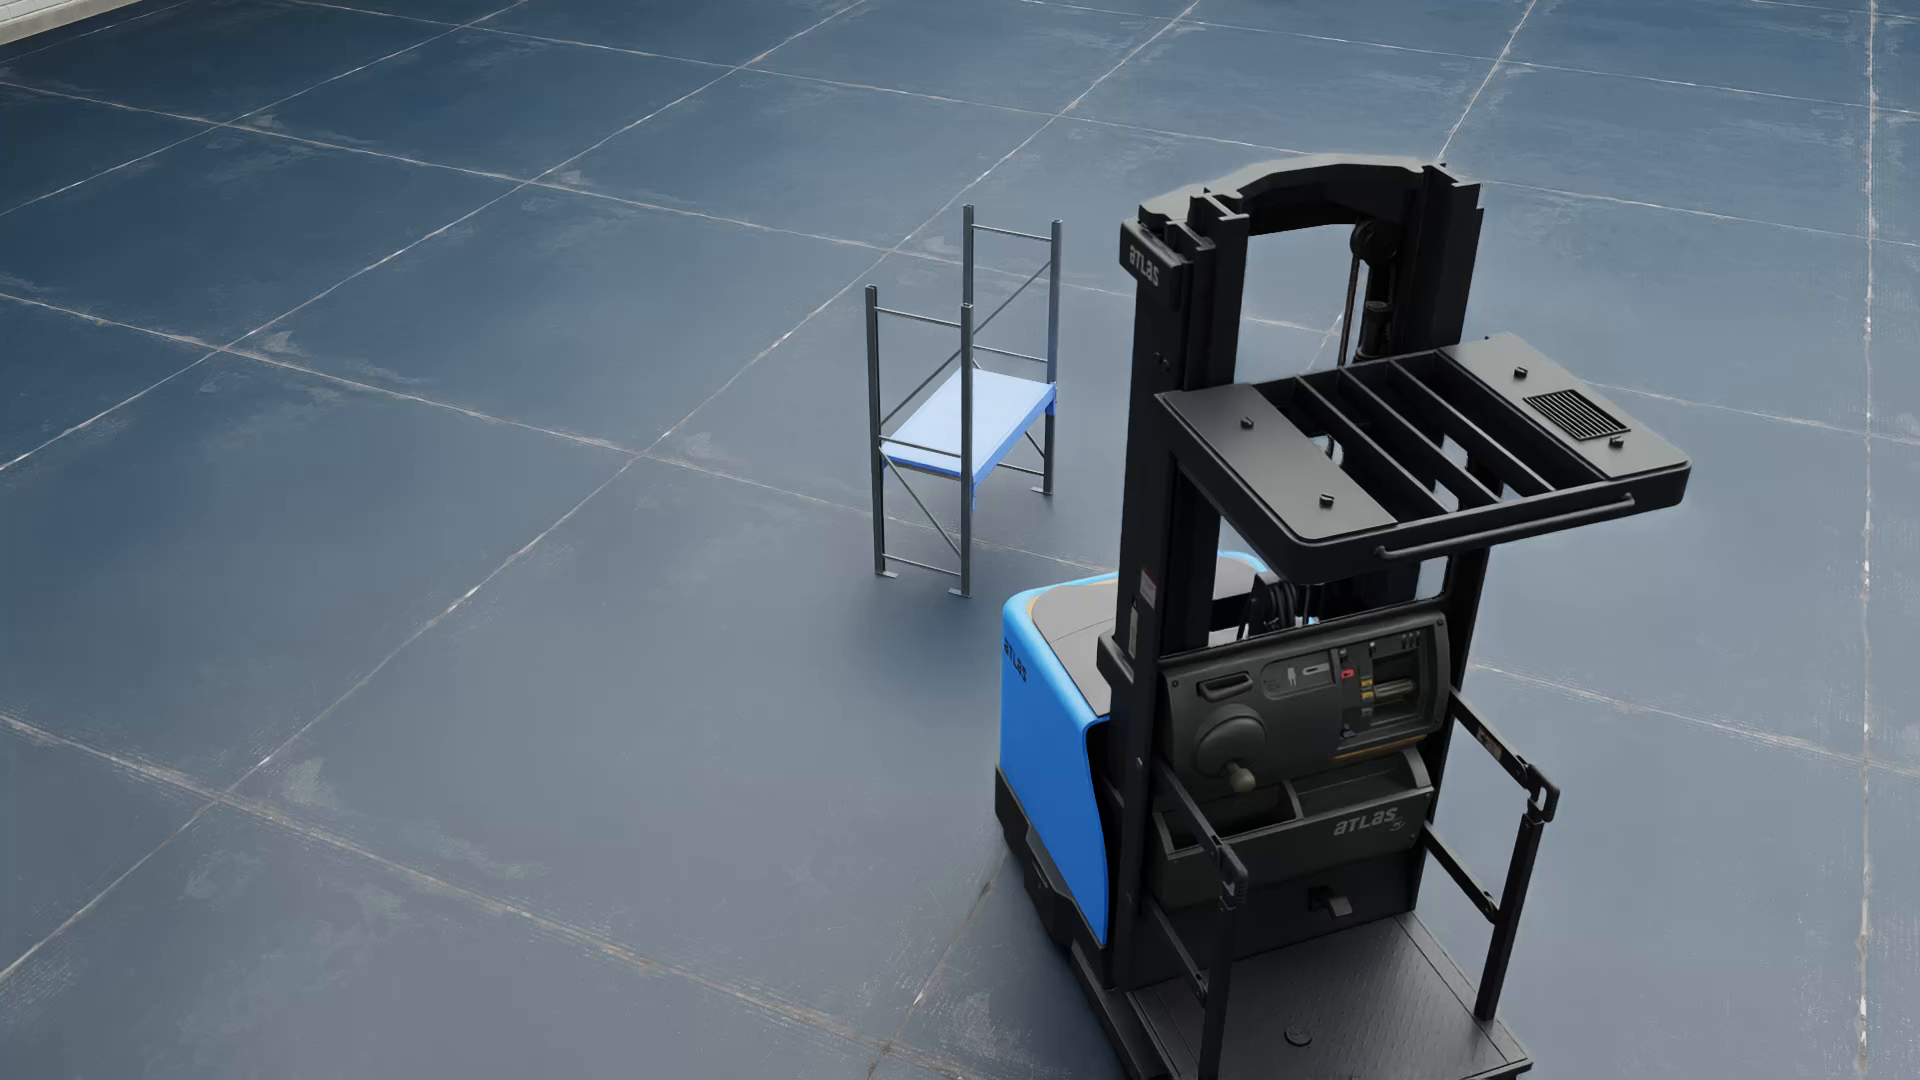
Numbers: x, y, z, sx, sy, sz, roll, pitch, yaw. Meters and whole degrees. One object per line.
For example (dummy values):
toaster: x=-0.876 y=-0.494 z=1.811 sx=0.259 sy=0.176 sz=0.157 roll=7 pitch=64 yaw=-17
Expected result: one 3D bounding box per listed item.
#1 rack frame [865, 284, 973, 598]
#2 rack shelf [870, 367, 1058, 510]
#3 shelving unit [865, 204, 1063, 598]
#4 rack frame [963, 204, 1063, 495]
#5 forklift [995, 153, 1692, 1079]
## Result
rack frame: x=-0.177 y=-0.417 z=7.517 sx=0.500 sy=1.500 sz=0.032 roll=14 pitch=36 yaw=20
rack shelf: x=0.036 y=-0.519 z=8.002 sx=0.538 sy=0.185 sz=1.000 roll=14 pitch=36 yaw=20
shelving unit: x=0.036 y=-0.670 z=7.904 sx=0.538 sy=1.500 sz=1.048 roll=14 pitch=36 yaw=20
rack frame: x=0.248 y=-0.923 z=8.290 sx=0.500 sy=1.500 sz=0.032 roll=14 pitch=36 yaw=20
forklift: x=1.112 y=0.539 z=4.755 sx=1.130 sy=2.935 sz=3.031 roll=-11 pitch=35 yaw=-16
